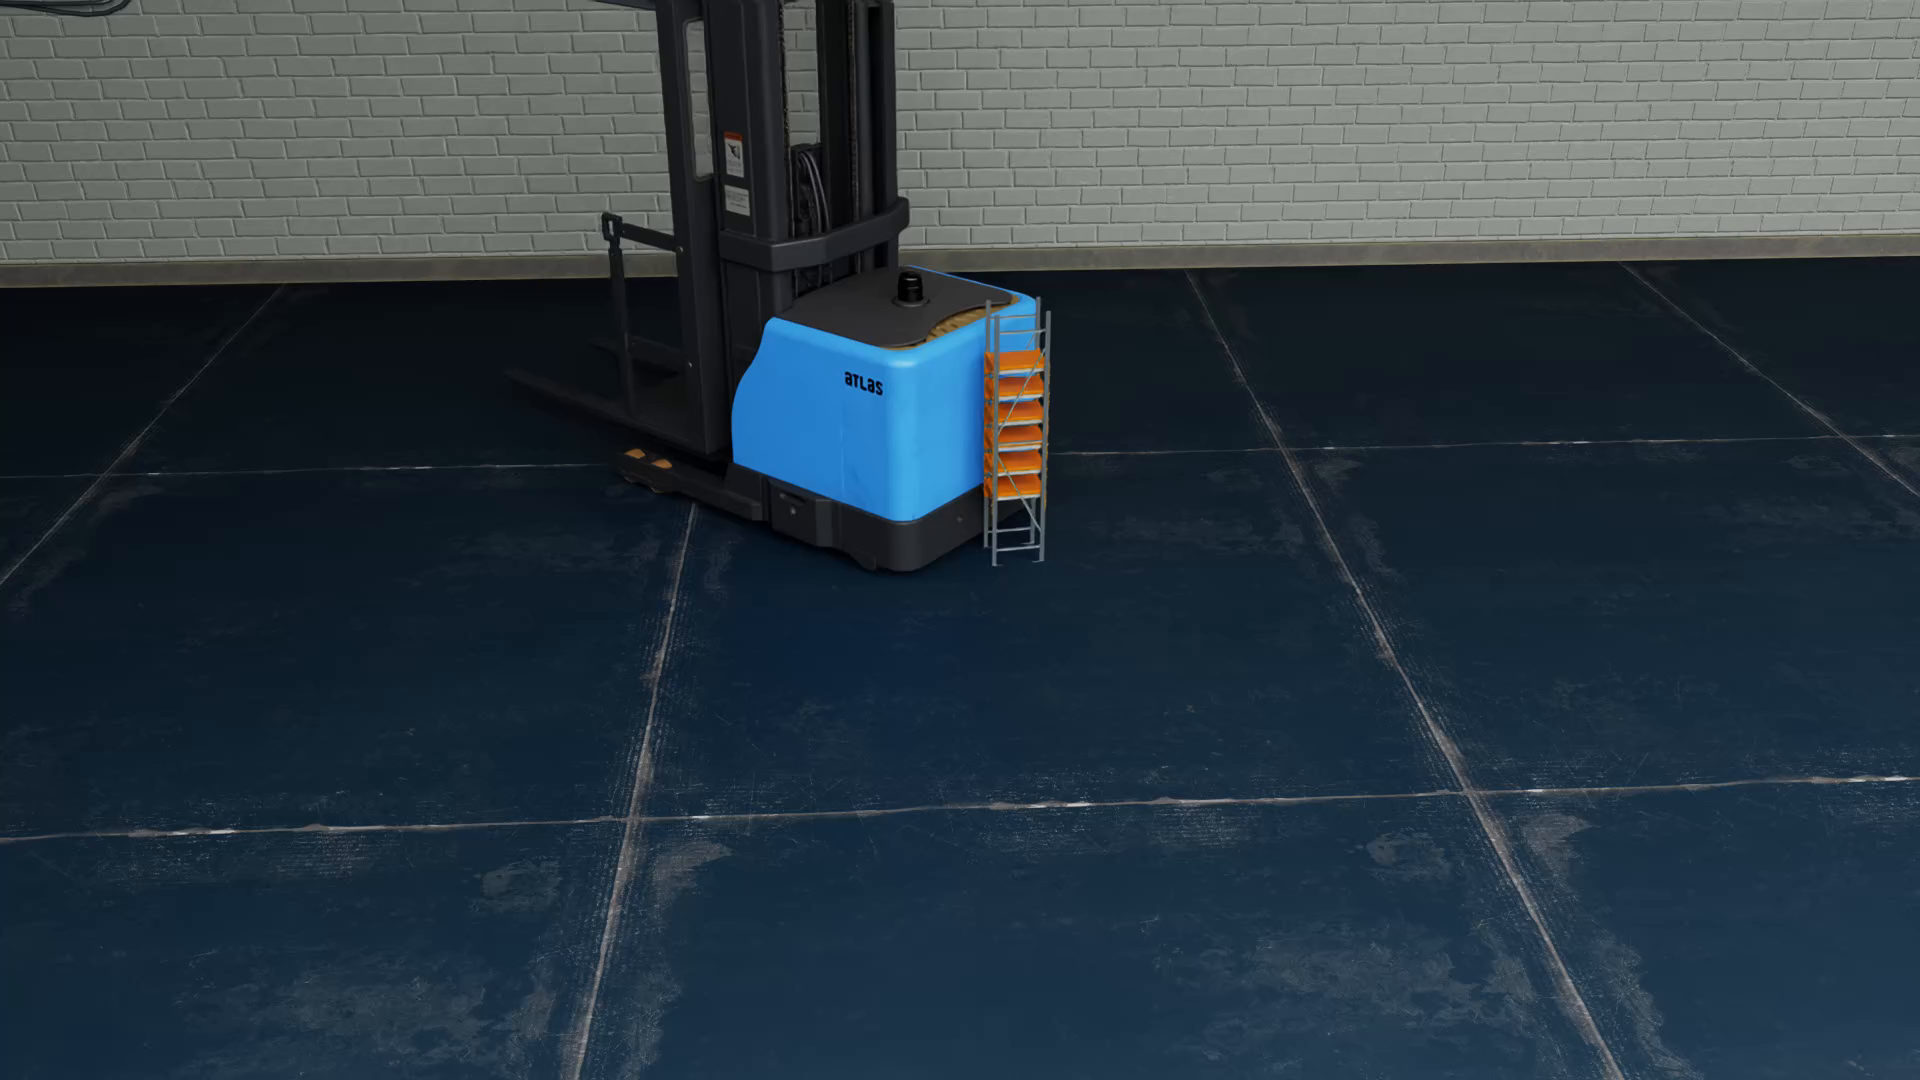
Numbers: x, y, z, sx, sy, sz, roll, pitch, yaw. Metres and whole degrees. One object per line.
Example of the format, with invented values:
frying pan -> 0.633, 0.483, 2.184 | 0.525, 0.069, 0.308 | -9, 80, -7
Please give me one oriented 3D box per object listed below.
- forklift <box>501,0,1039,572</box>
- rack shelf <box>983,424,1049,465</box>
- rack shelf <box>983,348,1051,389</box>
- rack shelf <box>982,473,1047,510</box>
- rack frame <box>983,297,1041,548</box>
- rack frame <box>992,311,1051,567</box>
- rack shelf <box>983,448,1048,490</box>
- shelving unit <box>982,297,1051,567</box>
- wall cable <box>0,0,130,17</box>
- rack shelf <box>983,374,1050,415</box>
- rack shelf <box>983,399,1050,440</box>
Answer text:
forklift -> -1.096, -1.700, 7.840 | 3.031, 2.935, 1.130 | 20, 34, 33
rack shelf -> 0.245, -0.424, 7.361 | 0.258, 0.103, 0.180 | -5, 28, -10
rack shelf -> 0.246, -0.743, 7.194 | 0.258, 0.103, 0.180 | -5, 28, -10
rack shelf -> 0.245, -0.211, 7.472 | 0.258, 0.103, 0.180 | -5, 28, -10
rack frame -> 0.228, -0.505, 7.420 | 0.240, 1.200, 0.006 | -5, 28, -10
rack frame -> 0.263, -0.422, 7.261 | 0.240, 1.200, 0.006 | -5, 28, -10
rack shelf -> 0.245, -0.317, 7.416 | 0.258, 0.103, 0.180 | -5, 28, -10
shelving unit -> 0.246, -0.463, 7.340 | 0.258, 1.200, 0.189 | -5, 28, -10
wall cable -> -6.461, -4.253, 9.532 | 3.097, 2.526, 0.112 | -1, 28, -3
rack shelf -> 0.246, -0.637, 7.250 | 0.258, 0.103, 0.180 | -5, 28, -10
rack shelf -> 0.246, -0.530, 7.305 | 0.258, 0.103, 0.180 | -5, 28, -10
